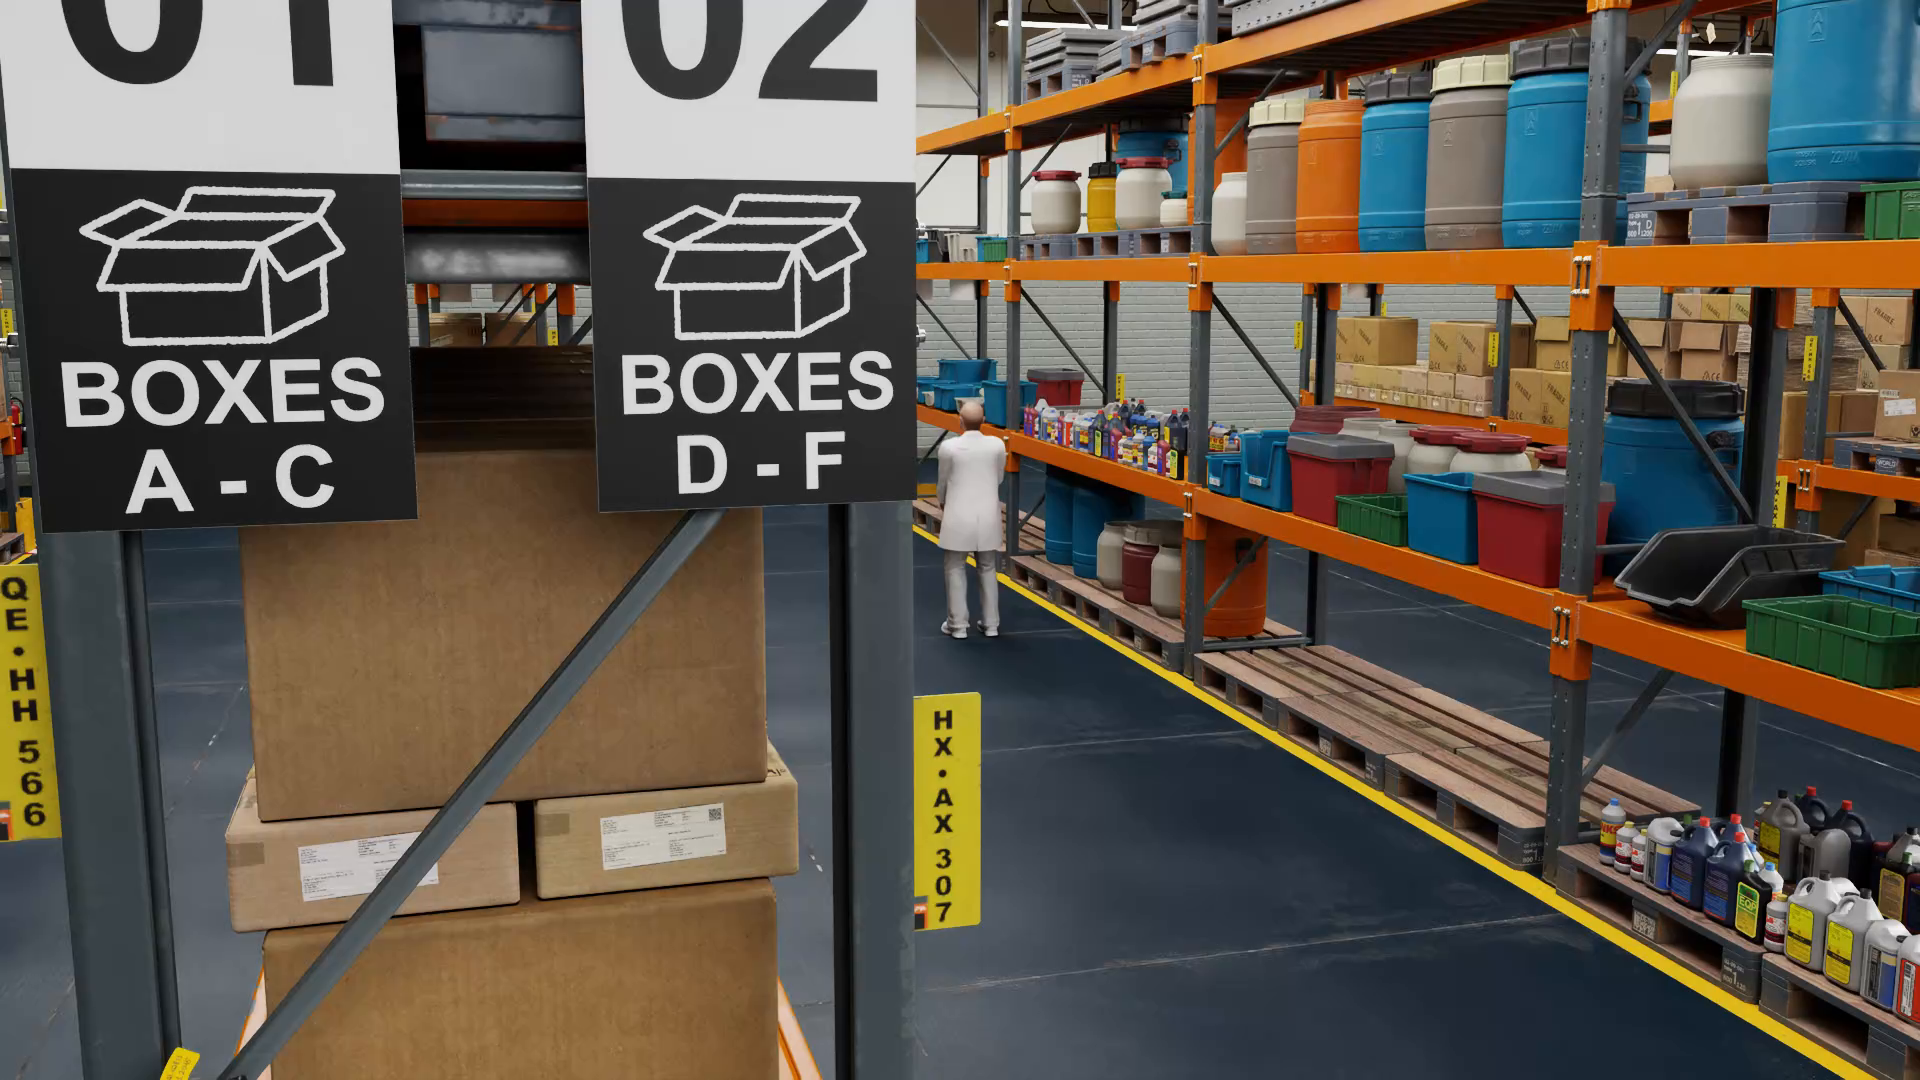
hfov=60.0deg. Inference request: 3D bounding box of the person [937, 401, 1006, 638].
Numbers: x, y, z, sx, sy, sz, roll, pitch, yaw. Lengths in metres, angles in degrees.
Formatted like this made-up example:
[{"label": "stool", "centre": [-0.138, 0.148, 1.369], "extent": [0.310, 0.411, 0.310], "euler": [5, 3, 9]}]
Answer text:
[{"label": "person", "centre": [0.055, -0.171, 12.504], "extent": [0.531, 1.769, 0.554], "euler": [-3, 9, -16]}]
